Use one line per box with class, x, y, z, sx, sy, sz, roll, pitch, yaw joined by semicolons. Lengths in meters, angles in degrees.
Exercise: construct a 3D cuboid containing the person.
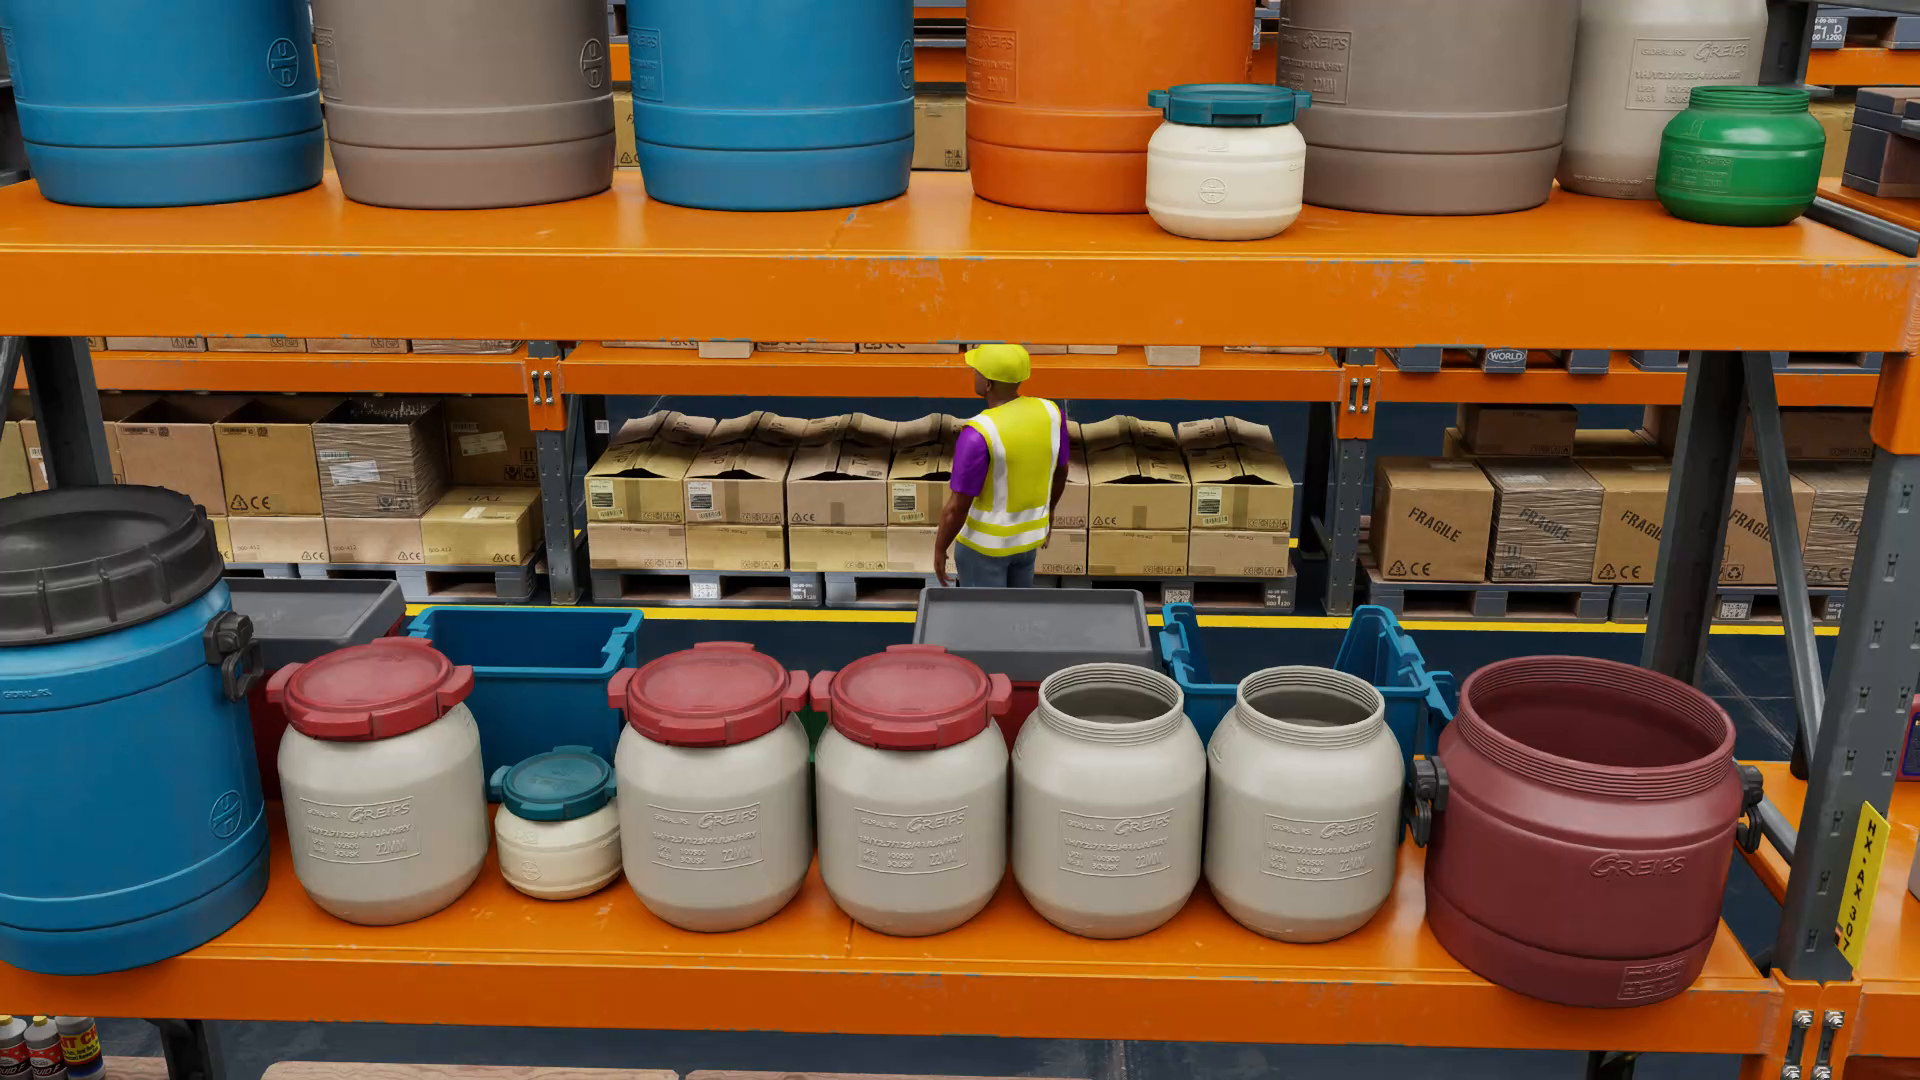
person;0.119;-0.035;7.112;0.665;1.769;0.574;-17;26;-37
